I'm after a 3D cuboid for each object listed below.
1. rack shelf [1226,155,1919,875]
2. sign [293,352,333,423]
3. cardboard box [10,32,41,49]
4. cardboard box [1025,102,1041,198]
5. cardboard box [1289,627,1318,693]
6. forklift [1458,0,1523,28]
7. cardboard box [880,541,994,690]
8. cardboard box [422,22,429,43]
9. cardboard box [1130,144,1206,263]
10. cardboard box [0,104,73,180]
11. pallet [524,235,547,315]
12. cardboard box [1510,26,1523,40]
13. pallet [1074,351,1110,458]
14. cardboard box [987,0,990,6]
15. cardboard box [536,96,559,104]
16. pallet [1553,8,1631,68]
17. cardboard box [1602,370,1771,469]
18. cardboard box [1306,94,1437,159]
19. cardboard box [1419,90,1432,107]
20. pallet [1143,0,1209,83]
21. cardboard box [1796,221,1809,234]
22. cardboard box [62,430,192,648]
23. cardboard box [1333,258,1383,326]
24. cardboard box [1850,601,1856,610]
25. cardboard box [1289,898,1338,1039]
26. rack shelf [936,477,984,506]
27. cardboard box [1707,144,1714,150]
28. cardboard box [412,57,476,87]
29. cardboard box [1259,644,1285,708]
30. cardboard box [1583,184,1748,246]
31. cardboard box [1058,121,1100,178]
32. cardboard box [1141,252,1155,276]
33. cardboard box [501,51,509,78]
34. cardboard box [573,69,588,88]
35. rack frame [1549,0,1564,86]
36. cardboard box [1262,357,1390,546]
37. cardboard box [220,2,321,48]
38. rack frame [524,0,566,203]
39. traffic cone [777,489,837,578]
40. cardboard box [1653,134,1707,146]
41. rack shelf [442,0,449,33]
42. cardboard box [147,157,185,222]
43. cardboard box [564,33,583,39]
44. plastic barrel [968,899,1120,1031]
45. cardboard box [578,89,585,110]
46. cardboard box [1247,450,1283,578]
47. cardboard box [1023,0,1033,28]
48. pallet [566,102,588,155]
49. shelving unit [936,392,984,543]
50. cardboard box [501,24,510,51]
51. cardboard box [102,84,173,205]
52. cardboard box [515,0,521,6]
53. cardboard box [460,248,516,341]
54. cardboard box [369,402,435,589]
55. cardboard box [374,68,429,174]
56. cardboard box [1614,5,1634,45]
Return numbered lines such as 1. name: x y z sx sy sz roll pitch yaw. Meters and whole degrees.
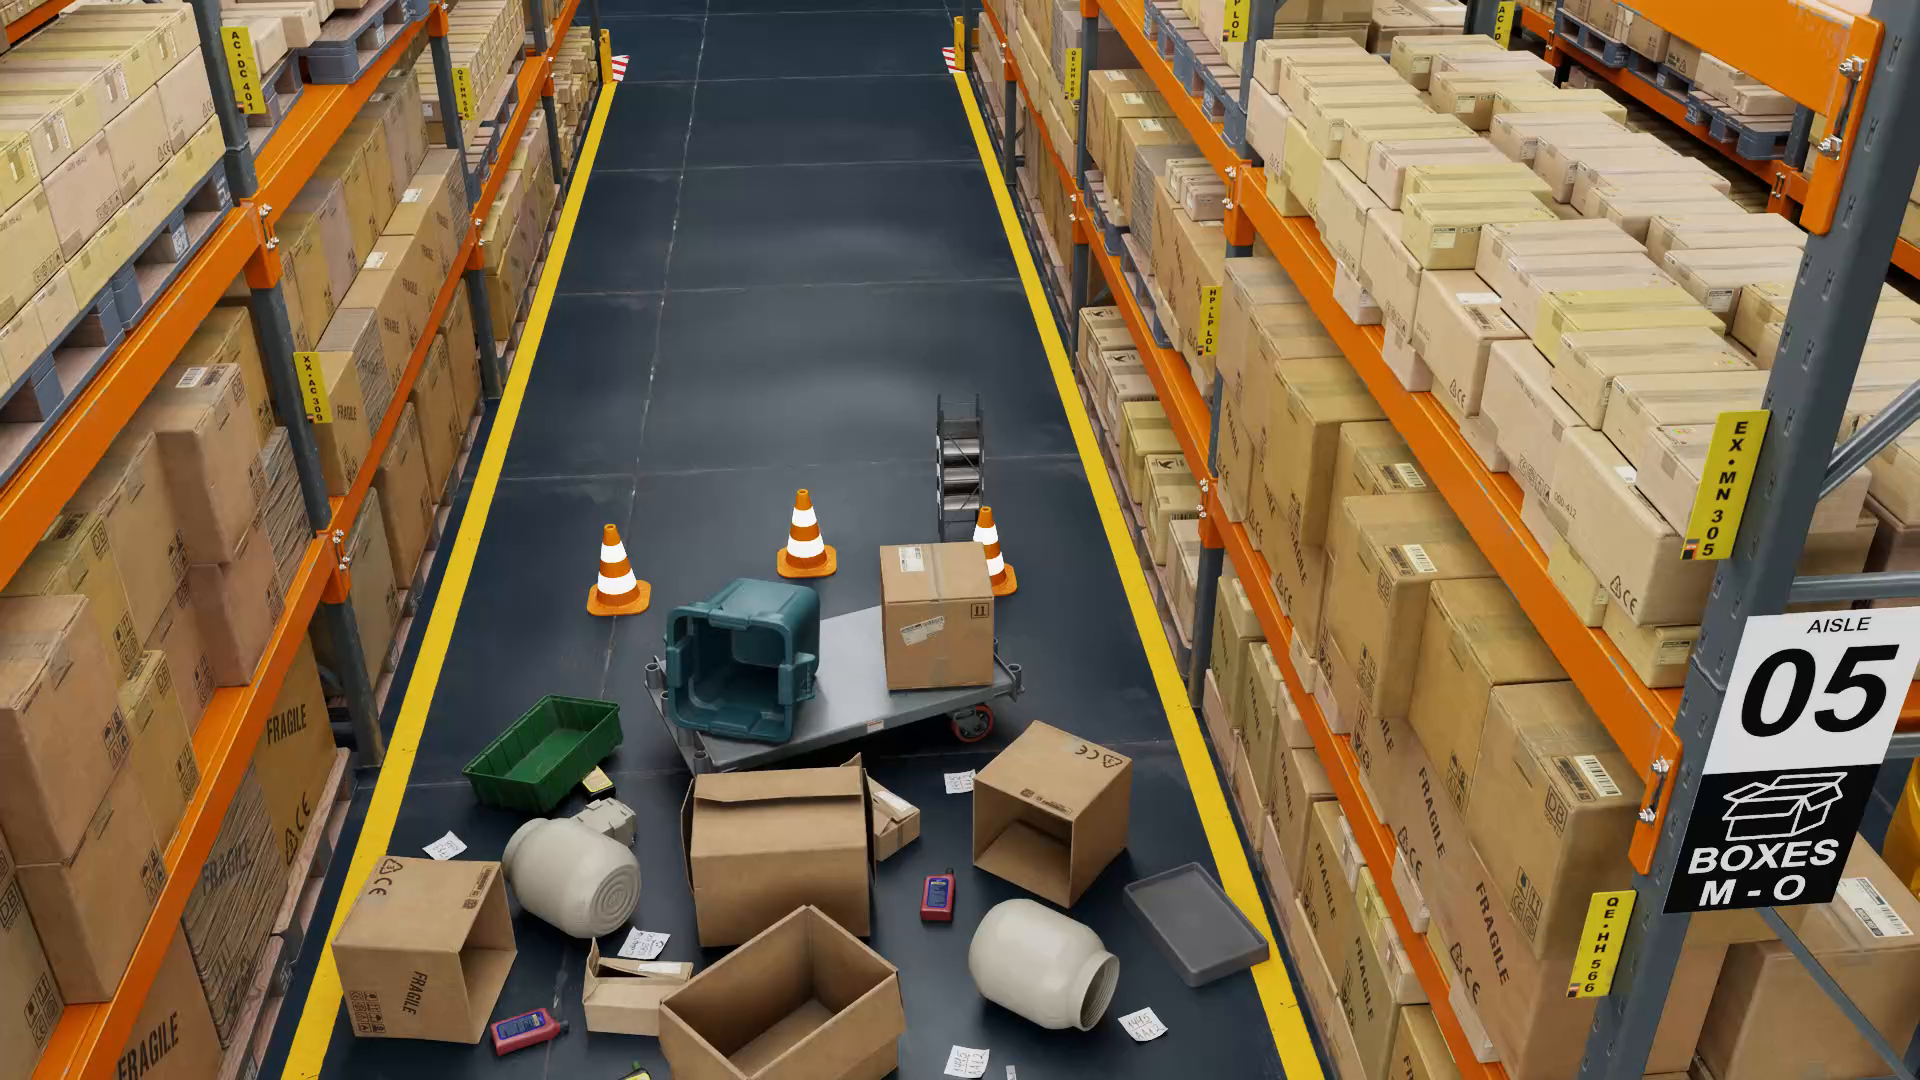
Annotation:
1. rack shelf: 1.842 -0.451 5.357 1.077 0.370 4.000 -3 31 -5
2. sign: -2.712 -0.637 6.971 0.100 0.325 0.005 -3 31 -5
3. cardboard box: -9.025 -4.171 15.471 0.875 0.875 0.875 -3 31 -5
4. cardboard box: 1.045 -3.533 14.402 0.875 0.875 0.875 -2 31 -3
5. cardboard box: 1.475 0.445 6.326 0.380 0.149 0.250 -3 31 -4
6. forklift: 2.995 -2.690 11.396 1.130 2.935 3.031 -3 31 -5
7. cardboard box: -0.114 0.356 7.929 0.500 0.500 0.500 -3 31 -5
8. cardboard box: -4.382 -4.002 13.070 0.380 0.149 0.250 -2 31 -3
9. cardboard box: 1.244 -1.853 9.131 0.500 0.500 0.500 -4 31 -6
10. cardboard box: -2.795 -1.134 4.759 0.380 0.149 0.250 -3 31 -5
11. pallet: -3.820 -2.070 13.010 1.003 0.211 1.213 -3 31 -5
12. cardboard box: 5.479 -5.211 17.578 0.700 0.500 0.500 -2 31 -3
13. pallet: 1.353 -0.939 11.117 1.003 0.211 1.213 -3 31 -5
14. cardboard box: 0.495 -5.363 15.707 0.500 0.500 0.500 -3 31 -5
15. cardboard box: -3.877 -3.957 15.240 0.380 0.149 0.250 -3 31 -5
16. pallet: 5.815 -4.322 14.248 1.003 0.211 1.213 -3 31 -5
17. cardboard box: 1.717 -0.265 3.811 0.380 0.149 0.250 -2 31 -4
18. cardboard box: 1.426 -1.437 5.773 0.380 0.149 0.250 -3 31 -5
19. cardboard box: 1.964 -1.631 6.487 0.500 0.250 0.500 -3 31 -5
20. pallet: 1.603 -2.550 8.352 1.213 0.211 1.003 -3 31 -5
21. cardboard box: 5.969 -2.088 12.349 0.500 0.500 0.500 -2 31 -3
22. cardboard box: -3.183 0.015 5.600 0.875 0.550 0.550 -3 31 -5
23. cardboard box: 1.473 -0.840 5.551 0.380 0.149 0.250 -3 31 -6
24. cardboard box: 2.207 0.055 4.054 0.380 0.149 0.250 -4 31 -6
25. cardboard box: 1.590 1.618 6.389 0.500 0.250 0.500 -4 31 -6
26. rack shelf: -0.001 -0.285 9.590 0.258 0.077 0.200 -3 31 -5
27. cardboard box: 6.327 -3.239 13.644 0.380 0.149 0.250 -4 31 -7
28. cardboard box: -3.558 -3.217 11.467 0.380 0.149 0.250 -4 31 -7
29. cardboard box: 1.443 0.550 6.813 0.380 0.149 0.250 -2 31 -3
30. cardboard box: 2.088 -0.943 4.946 0.380 0.149 0.250 -2 31 -4
31. cardboard box: 0.975 -2.717 11.520 0.500 0.250 0.500 -4 31 -6
32. cardboard box: 1.229 -1.605 9.348 0.380 0.149 0.250 -2 31 -3
33. cardboard box: -3.676 -3.638 12.752 0.380 0.149 0.250 -4 31 -7
34. cardboard box: -3.940 -4.630 16.658 0.380 0.149 0.250 -2 31 -4
35. rack frame: 5.849 -4.817 14.890 1.000 3.000 0.127 -3 31 -5
36. cardboard box: 1.526 -0.338 6.029 0.700 0.500 0.500 -3 31 -6
37. cardboard box: -3.136 -2.335 7.548 0.380 0.149 0.250 -3 31 -5
38. rack frame: -4.011 -4.289 14.005 1.000 3.000 0.127 -3 31 -5
39. traffic cone: -0.878 -0.070 9.417 0.336 0.463 0.334 -3 31 -5
40. cardboard box: 5.856 -3.207 13.590 0.380 0.149 0.250 -3 31 -4
41. rack shelf: -3.825 -4.247 11.711 1.077 0.370 4.000 -3 31 -5
42. cardboard box: -2.862 -1.176 5.607 0.380 0.149 0.250 -2 31 -4
43. cardboard box: -4.117 -5.153 17.244 0.380 0.149 0.250 -2 31 -4
44. plastic barrel: 0.328 1.673 6.536 0.512 0.421 0.421 20 36 29
45. cardboard box: -3.937 -4.370 16.512 0.380 0.149 0.250 -2 31 -4
46. cardboard box: 1.489 -0.170 6.723 0.500 0.500 0.500 -3 31 -5
47. cardboard box: 0.782 -4.297 12.946 0.500 0.500 0.500 -3 31 -6
48. pallet: -4.227 -4.057 16.337 1.003 0.211 1.213 -3 31 -5
49. shelving unit: -0.001 -0.390 9.527 0.258 0.900 0.210 -3 31 -5
50. cardboard box: -3.702 -3.894 12.891 0.380 0.149 0.250 -4 31 -6
51. cardboard box: -2.915 -1.281 5.395 0.500 0.250 0.500 -3 31 -5
52. cardboard box: -3.780 -4.421 13.482 0.380 0.149 0.250 -1 31 -2
53. cardboard box: -3.450 -1.727 11.745 0.500 0.500 0.500 -4 31 -7
54. cardboard box: -3.498 -0.224 8.985 1.050 0.750 0.750 -3 31 -5
55. cardboard box: -3.606 -2.489 9.920 0.700 0.500 0.500 -3 31 -5
56. cardboard box: 5.597 -4.212 13.599 0.396 0.266 0.258 -1 31 -2
